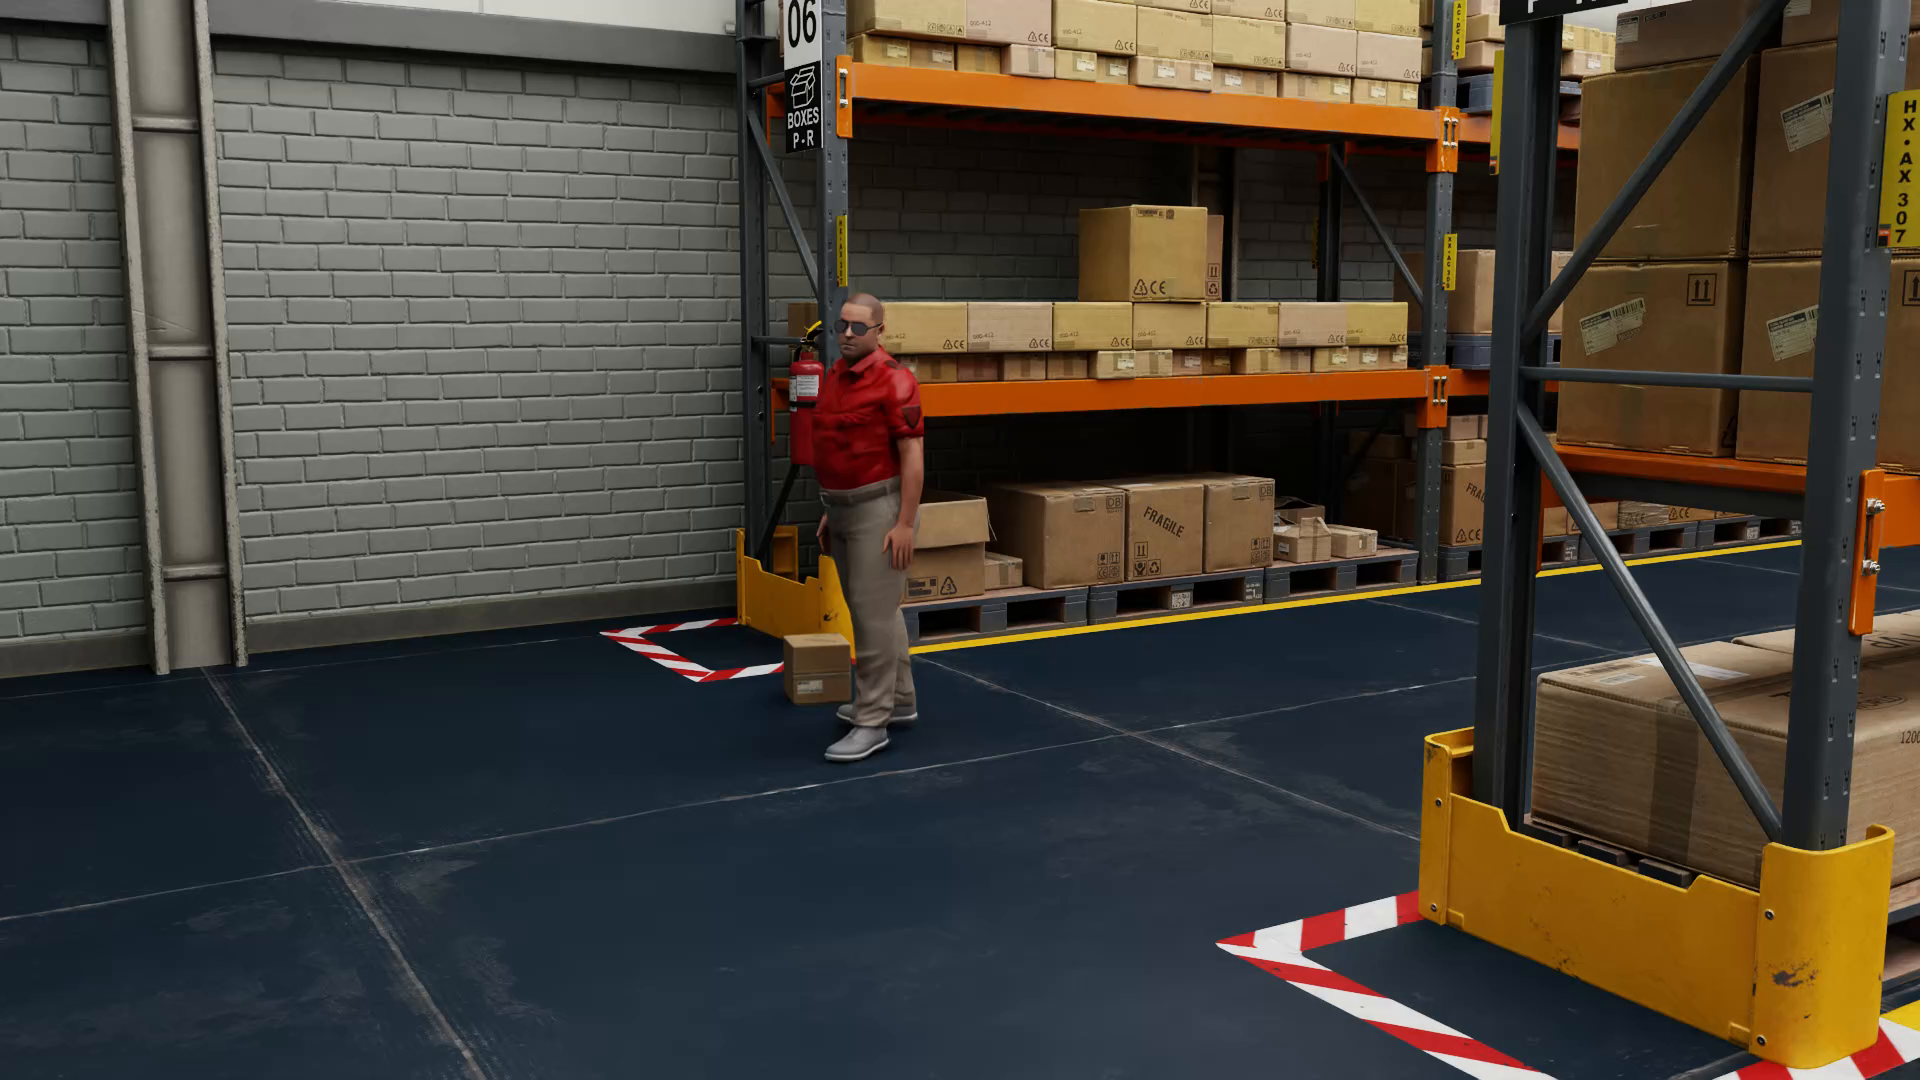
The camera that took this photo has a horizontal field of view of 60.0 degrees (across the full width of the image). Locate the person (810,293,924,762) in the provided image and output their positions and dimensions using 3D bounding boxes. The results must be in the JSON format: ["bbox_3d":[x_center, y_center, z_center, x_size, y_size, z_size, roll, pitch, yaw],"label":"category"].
[{"bbox_3d":[-0.364,-0.072,6.363,0.565,1.728,0.568,-5,10,-32],"label":"person"}]
